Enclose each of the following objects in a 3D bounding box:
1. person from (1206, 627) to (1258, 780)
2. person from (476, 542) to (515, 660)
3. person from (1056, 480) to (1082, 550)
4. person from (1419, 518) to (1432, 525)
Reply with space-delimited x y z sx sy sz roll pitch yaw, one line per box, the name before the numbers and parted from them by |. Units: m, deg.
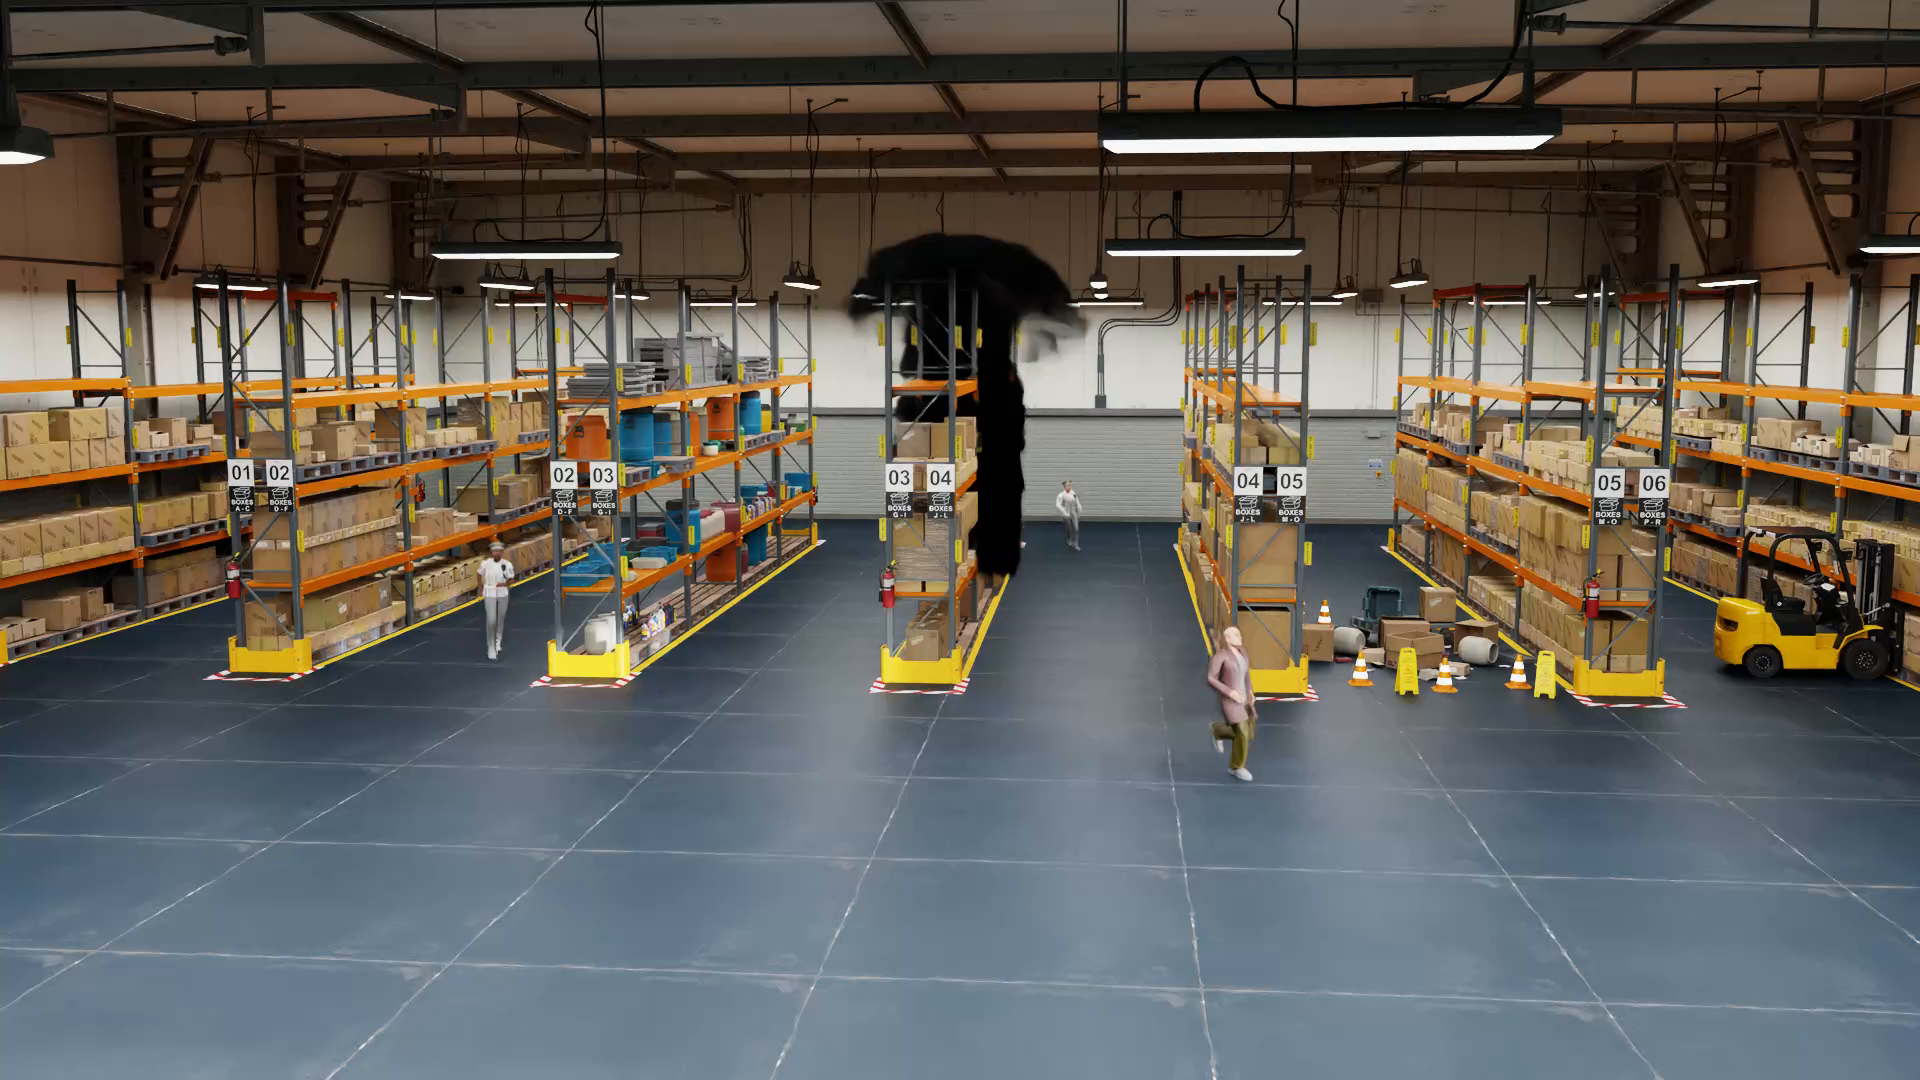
person | 3.100 1.847 19.116 0.717 1.724 0.730 7 10 44
person | -6.923 0.891 24.830 0.539 1.762 0.671 -3 7 -21
person | 2.548 -0.584 39.549 0.663 1.721 0.782 -2 7 -18
person | 11.282 -0.690 40.103 0.854 1.659 0.617 5 9 37
